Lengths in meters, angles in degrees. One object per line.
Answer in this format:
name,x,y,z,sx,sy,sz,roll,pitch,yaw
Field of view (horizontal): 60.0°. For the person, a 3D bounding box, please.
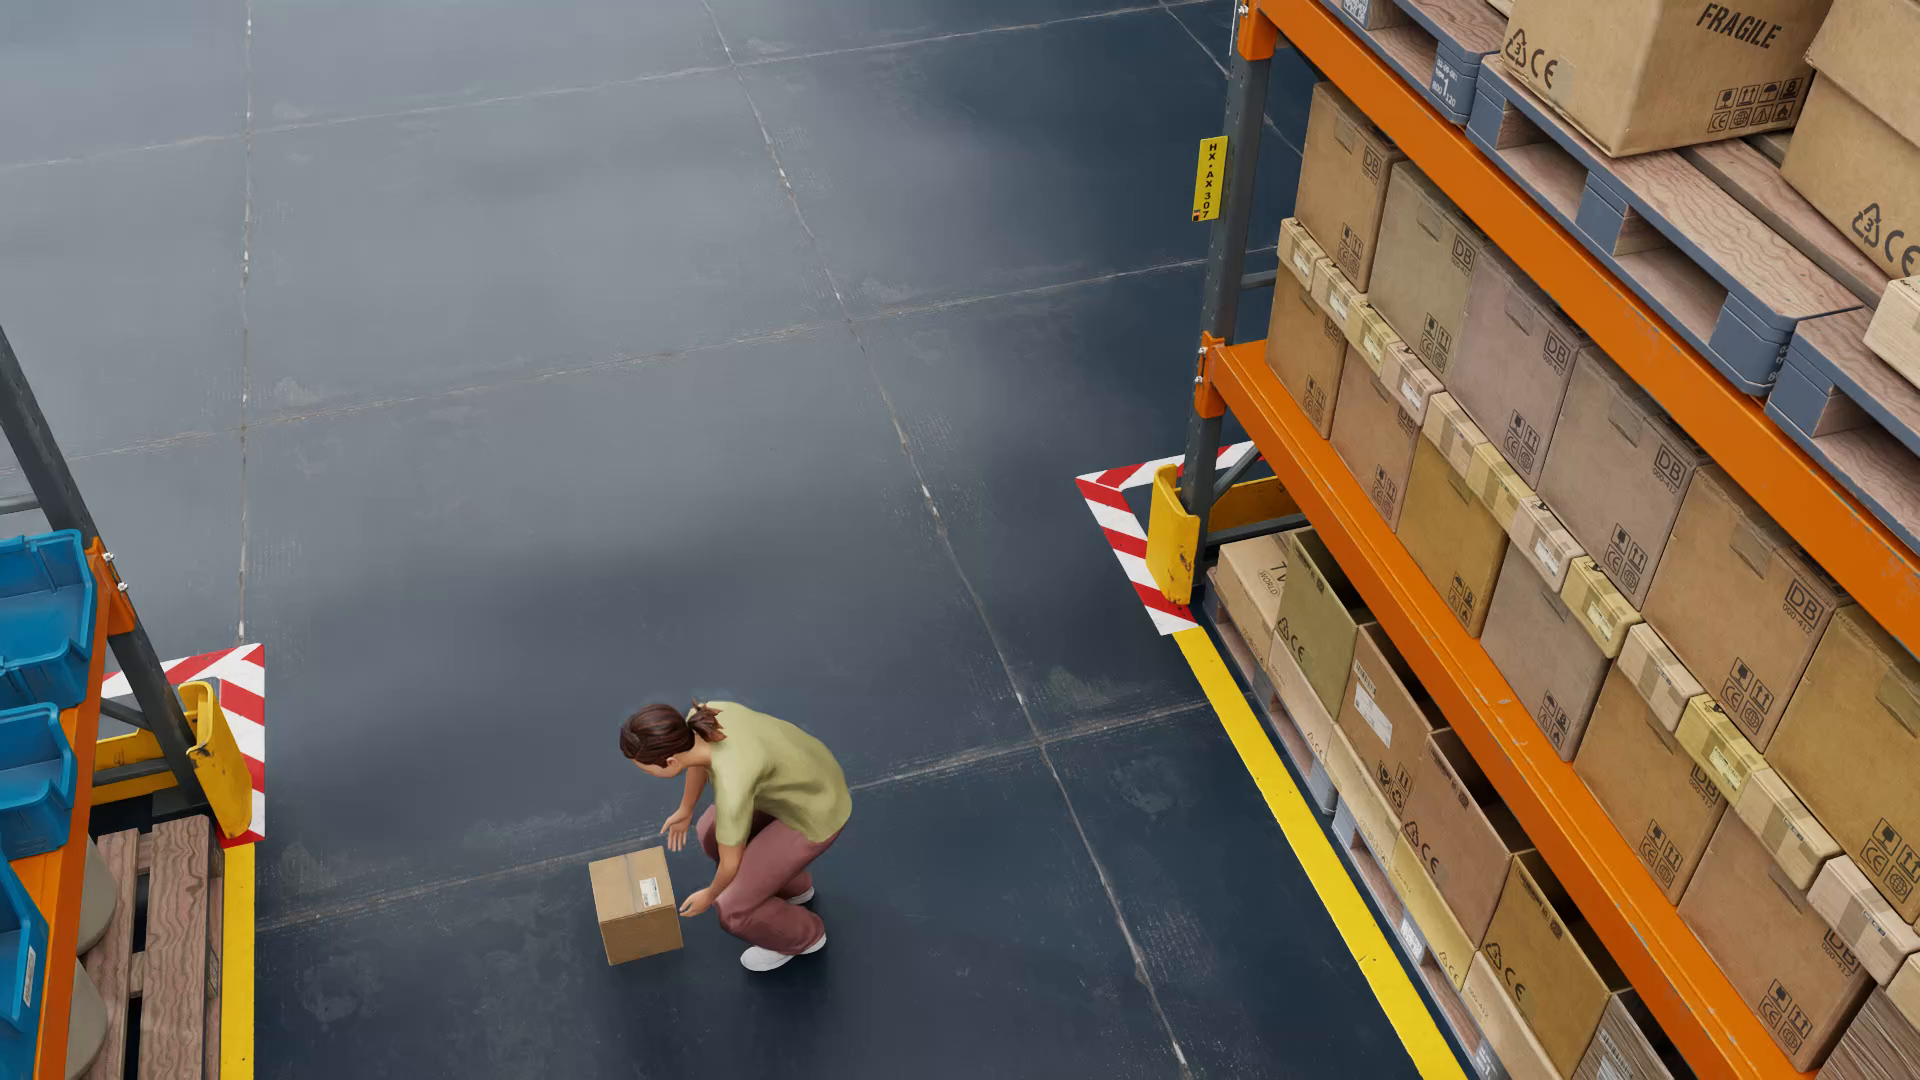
person,-0.693,0.938,5.432,0.693,1.278,0.512,-12,44,-13
